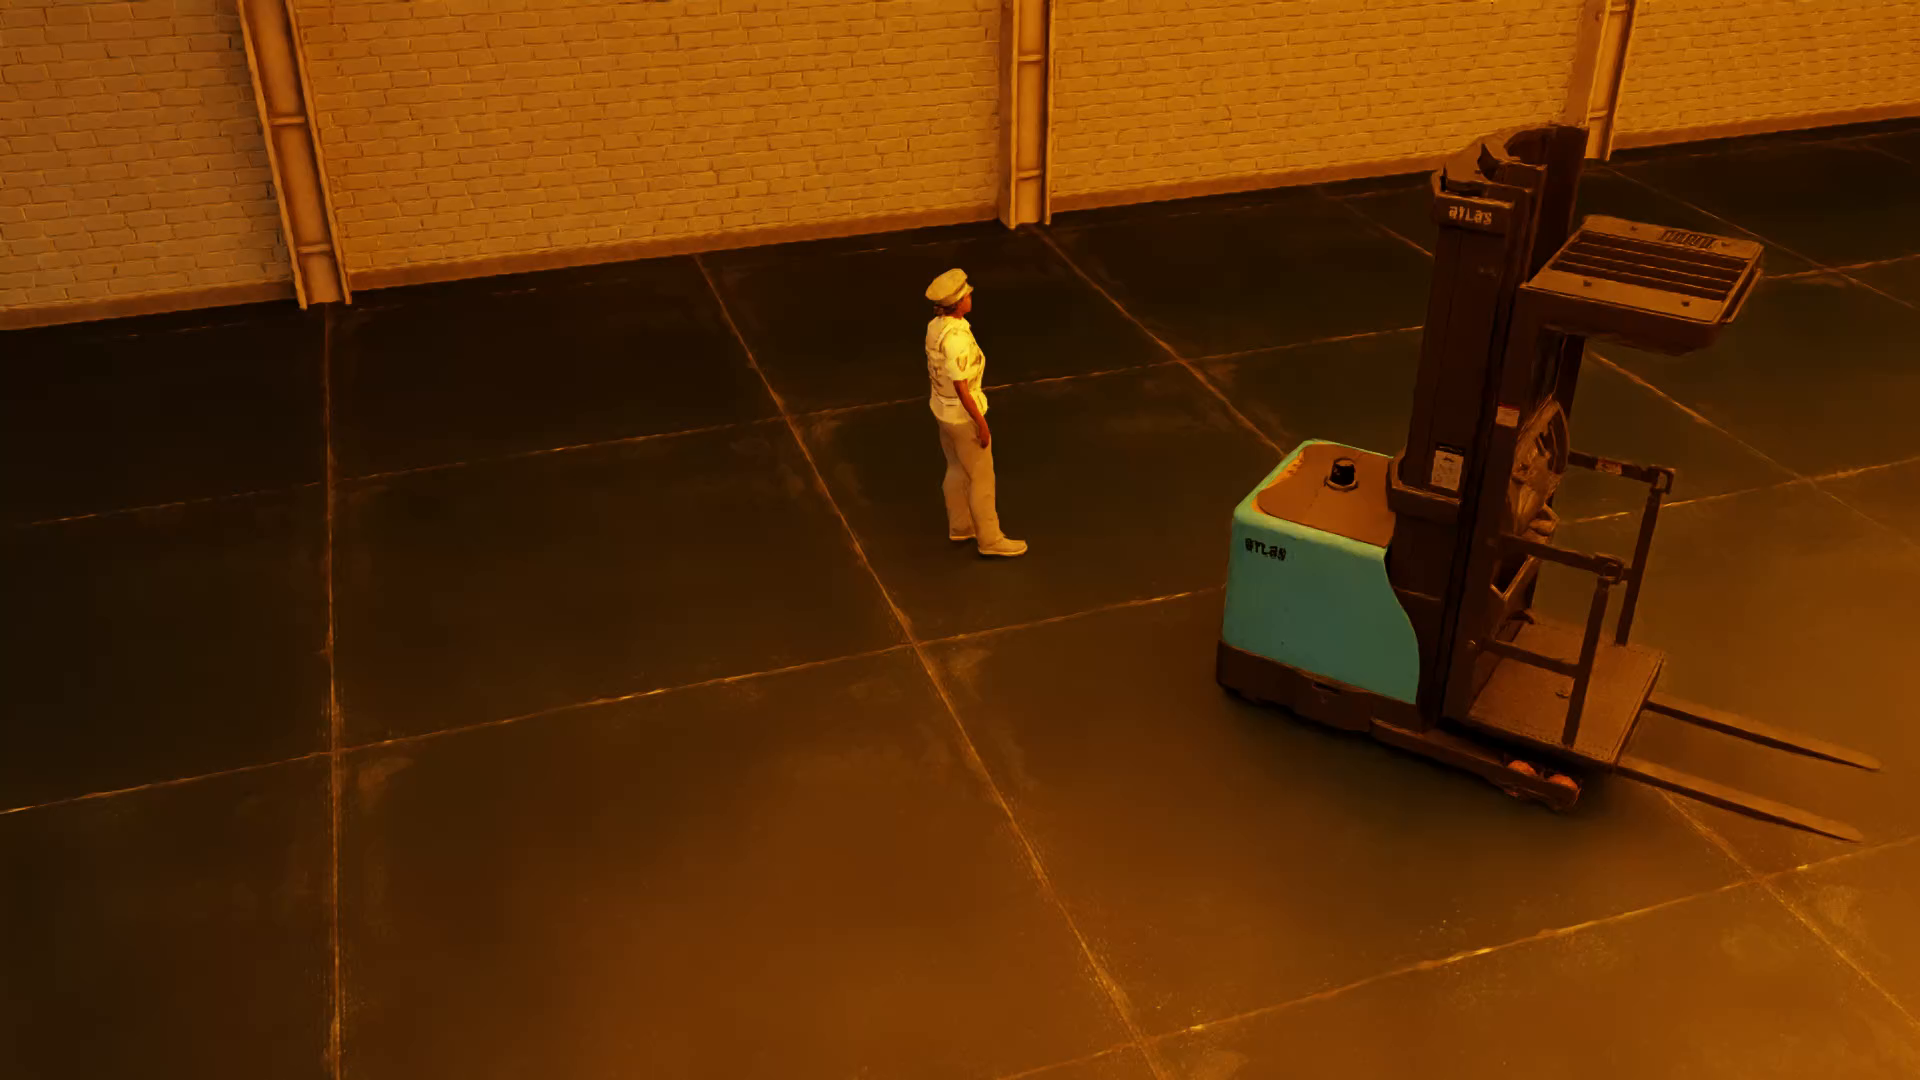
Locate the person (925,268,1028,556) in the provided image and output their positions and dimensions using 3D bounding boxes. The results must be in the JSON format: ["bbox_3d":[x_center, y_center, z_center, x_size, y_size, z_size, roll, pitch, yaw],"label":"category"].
[{"bbox_3d":[0.077,-0.744,9.604,0.529,1.695,0.570,-10,31,-16],"label":"person"}]

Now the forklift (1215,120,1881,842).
[{"bbox_3d":[2.848,-0.301,7.610,3.031,2.935,1.130,18,34,28],"label":"forklift"}]
